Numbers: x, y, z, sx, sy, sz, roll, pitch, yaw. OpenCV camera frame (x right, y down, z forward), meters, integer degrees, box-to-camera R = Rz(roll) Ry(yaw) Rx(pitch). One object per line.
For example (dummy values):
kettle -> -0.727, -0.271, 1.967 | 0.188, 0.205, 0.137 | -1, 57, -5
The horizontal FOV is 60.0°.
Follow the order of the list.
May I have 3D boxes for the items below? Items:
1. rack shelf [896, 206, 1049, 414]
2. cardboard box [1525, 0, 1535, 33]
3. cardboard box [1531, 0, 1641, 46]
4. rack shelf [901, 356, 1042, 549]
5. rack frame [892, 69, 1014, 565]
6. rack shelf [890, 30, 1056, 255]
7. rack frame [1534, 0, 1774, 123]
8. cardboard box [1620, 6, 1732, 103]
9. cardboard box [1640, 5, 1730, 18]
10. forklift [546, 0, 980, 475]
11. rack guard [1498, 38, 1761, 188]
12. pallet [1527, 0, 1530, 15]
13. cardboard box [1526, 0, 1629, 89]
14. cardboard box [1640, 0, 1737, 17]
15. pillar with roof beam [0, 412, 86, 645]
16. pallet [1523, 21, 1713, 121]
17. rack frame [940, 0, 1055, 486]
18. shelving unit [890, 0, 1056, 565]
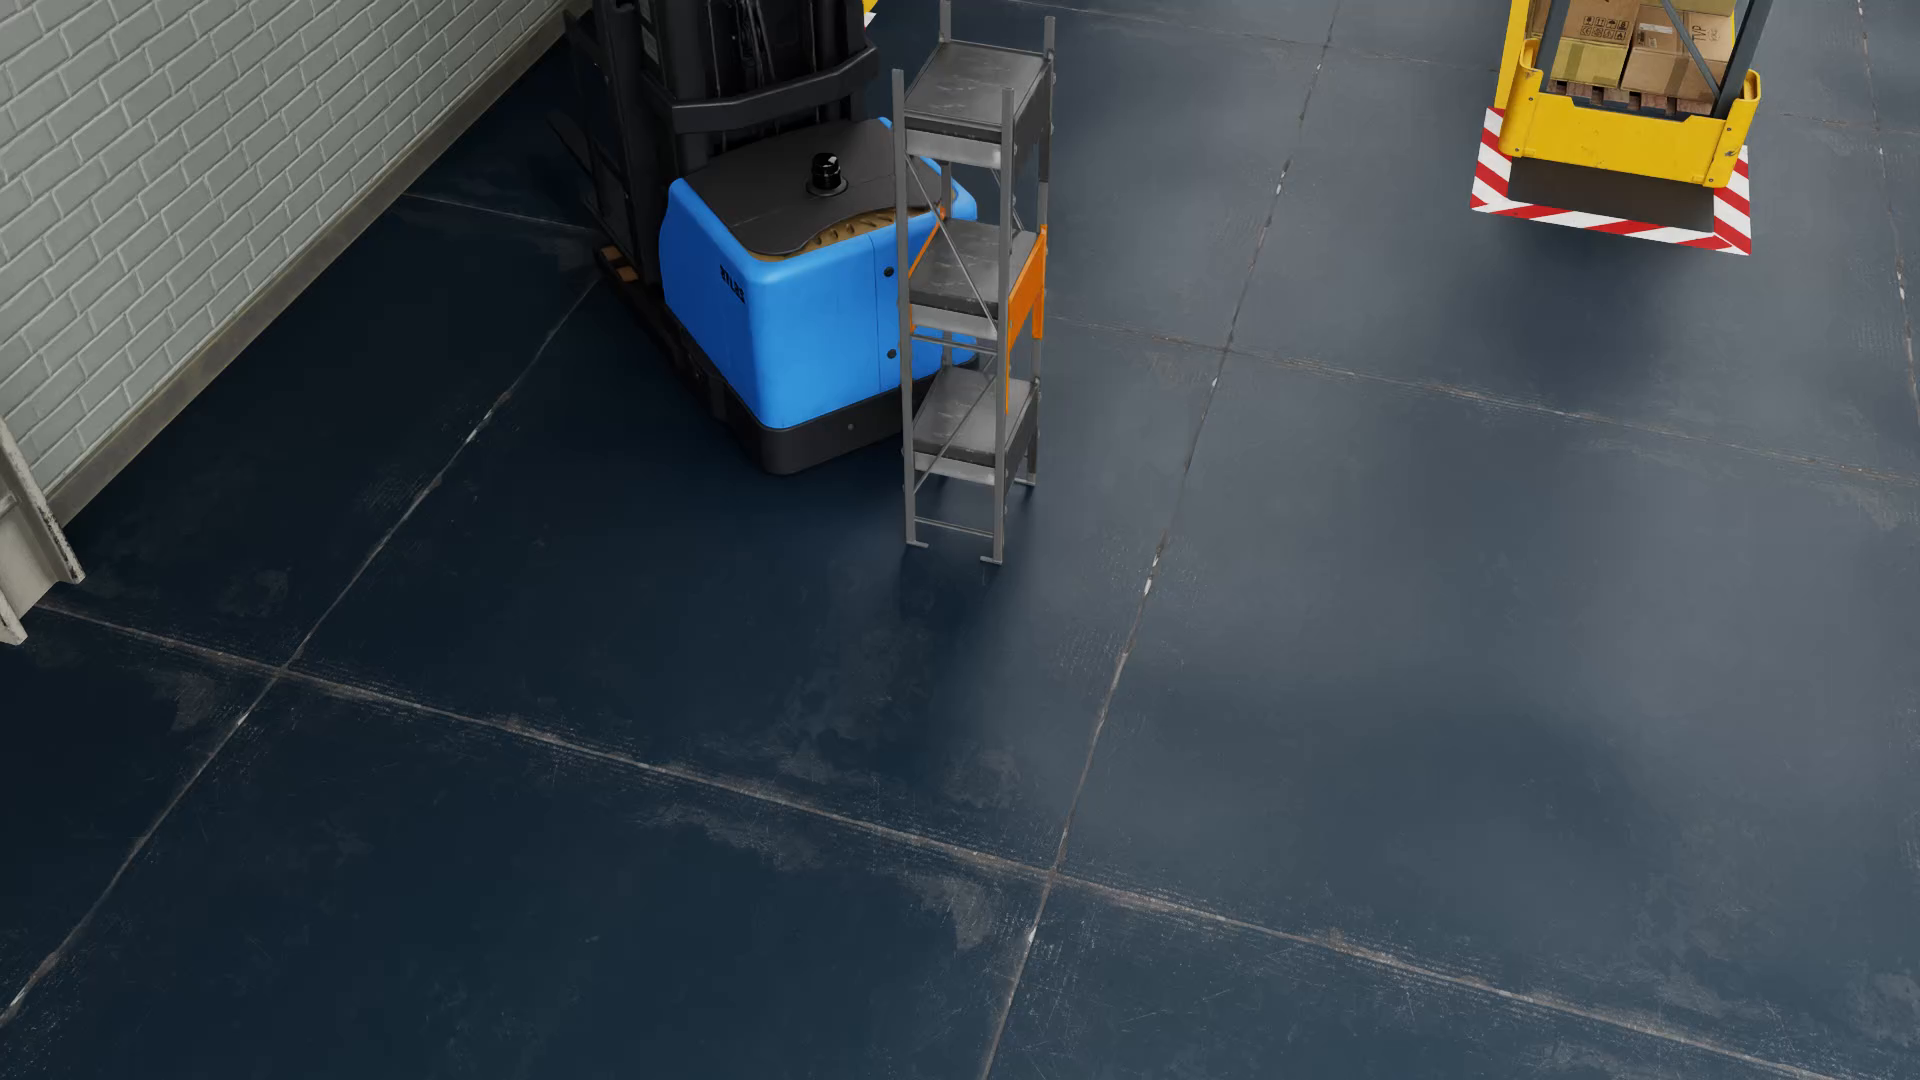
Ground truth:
rack shelf -> 0.050, -0.851, 6.138 | 0.431, 0.518, 0.480 | 13, 46, 13
cardboard box -> 3.496, -3.061, 9.399 | 0.500, 0.250, 0.500 | 13, 46, 13
cardboard box -> 3.354, -2.993, 8.794 | 0.500, 0.500, 0.500 | 13, 46, 13
rack shelf -> 0.050, -0.351, 6.627 | 0.431, 0.518, 0.480 | 13, 46, 13
rack frame -> -0.024, -0.698, 5.962 | 0.400, 2.100, 0.015 | 13, 46, 13
rack shelf -> 0.050, -1.351, 5.648 | 0.431, 0.518, 0.480 | 13, 46, 13
rack frame -> 3.475, -3.137, 7.811 | 1.000, 3.000, 0.127 | 13, 46, 13
cardboard box -> 3.849, -2.615, 8.943 | 0.500, 0.250, 0.500 | 13, 46, 13
cardboard box -> 3.997, -2.949, 9.285 | 0.500, 0.250, 0.500 | 13, 46, 13
forklift -> -1.103, -2.336, 7.041 | 1.130, 2.935, 3.031 | -23, 49, -22
rack guard -> 3.468, -2.228, 8.669 | 1.175, 0.500, 0.348 | 13, 46, 13
pallet -> 4.038, -3.470, 10.145 | 1.003, 0.211, 1.213 | 13, 46, 13
cardboard box -> 3.356, -2.725, 9.056 | 0.500, 0.250, 0.500 | 13, 46, 13
cardboard box -> 3.999, -3.217, 9.022 | 0.500, 0.500, 0.500 | 13, 46, 13
pillar with roof beam -> 0.426, -2.067, 2.428 | 9.100, 9.000, 0.400 | 13, 46, 13
pallet -> 3.667, -2.659, 9.317 | 1.003, 0.211, 1.213 | 13, 46, 13
rack frame -> 0.124, -1.023, 6.295 | 0.400, 2.100, 0.015 | 13, 46, 13
shelving unit -> 0.050, -0.861, 6.128 | 0.431, 2.100, 0.503 | 13, 46, 13
